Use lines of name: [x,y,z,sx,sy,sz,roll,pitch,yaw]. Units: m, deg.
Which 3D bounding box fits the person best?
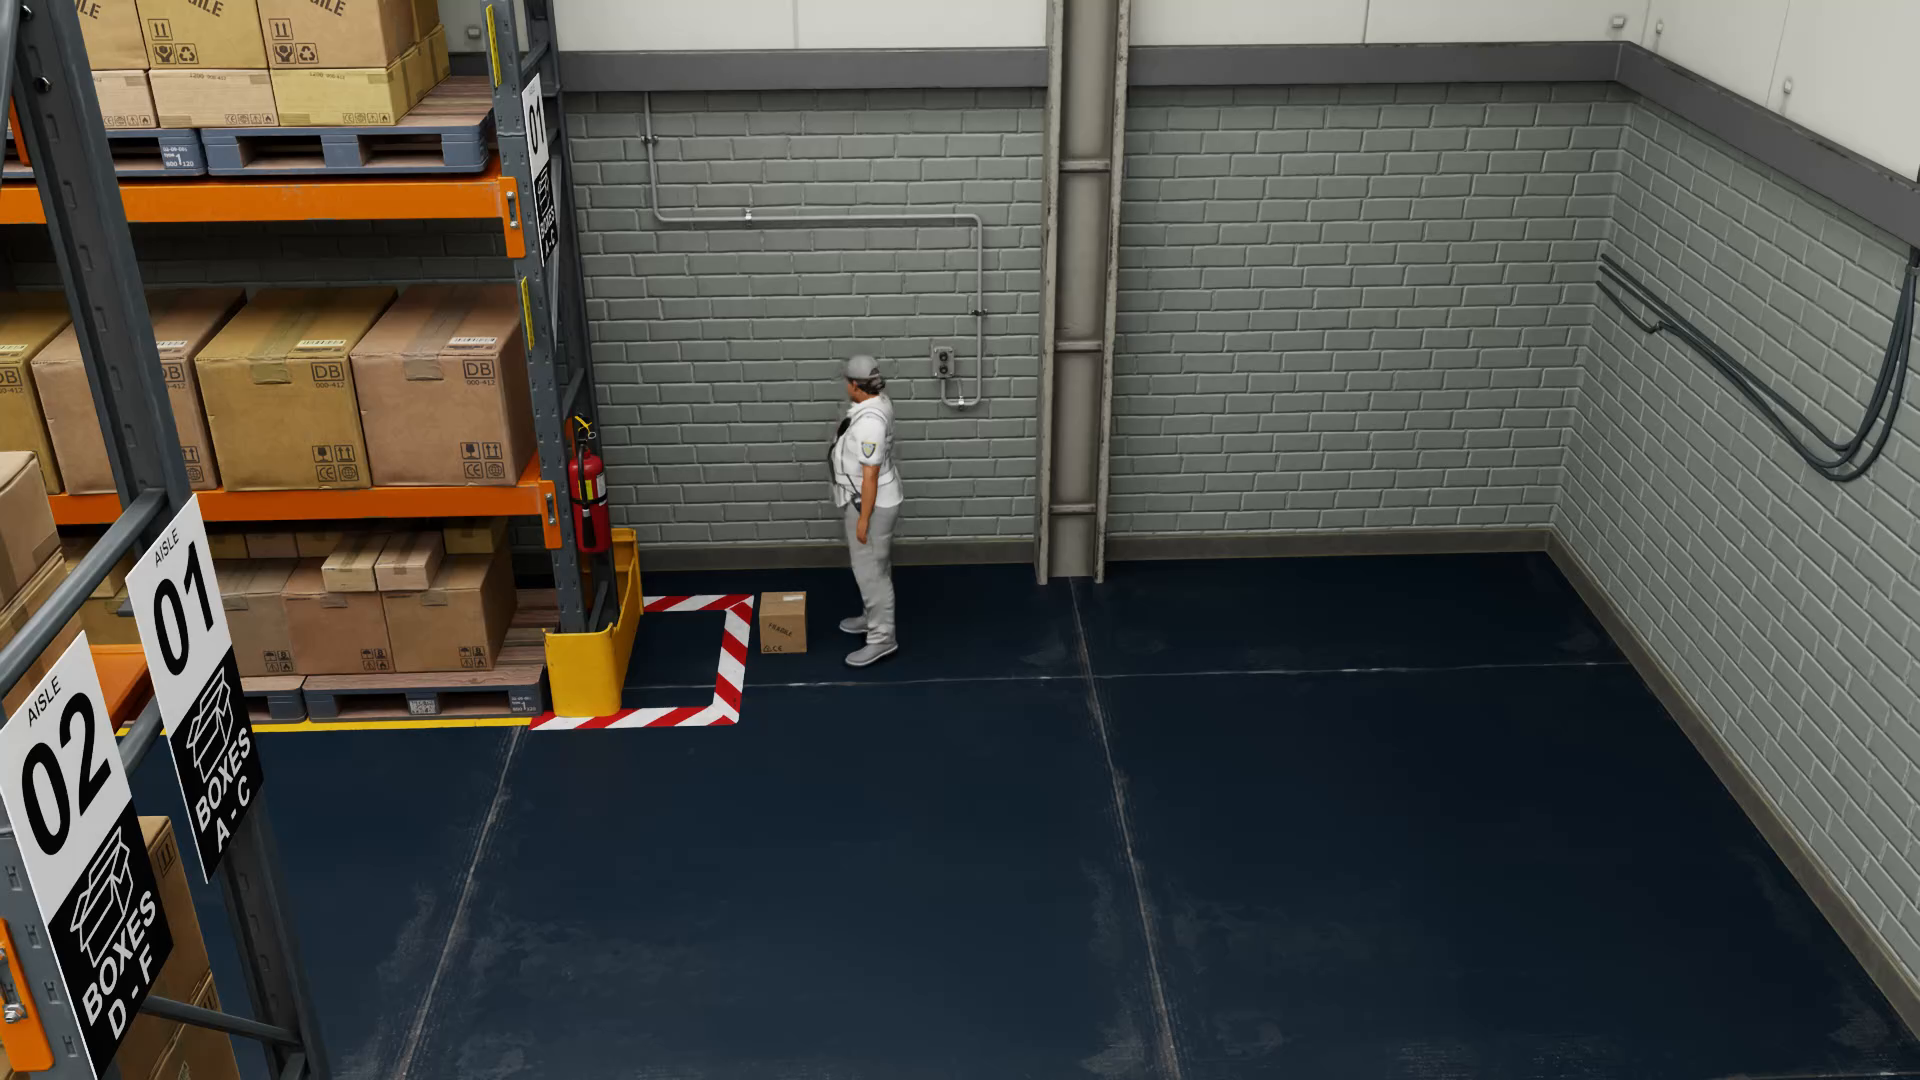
person: [-0.501,-0.182,8.940,0.389,1.678,0.587,-1,28,-2]
